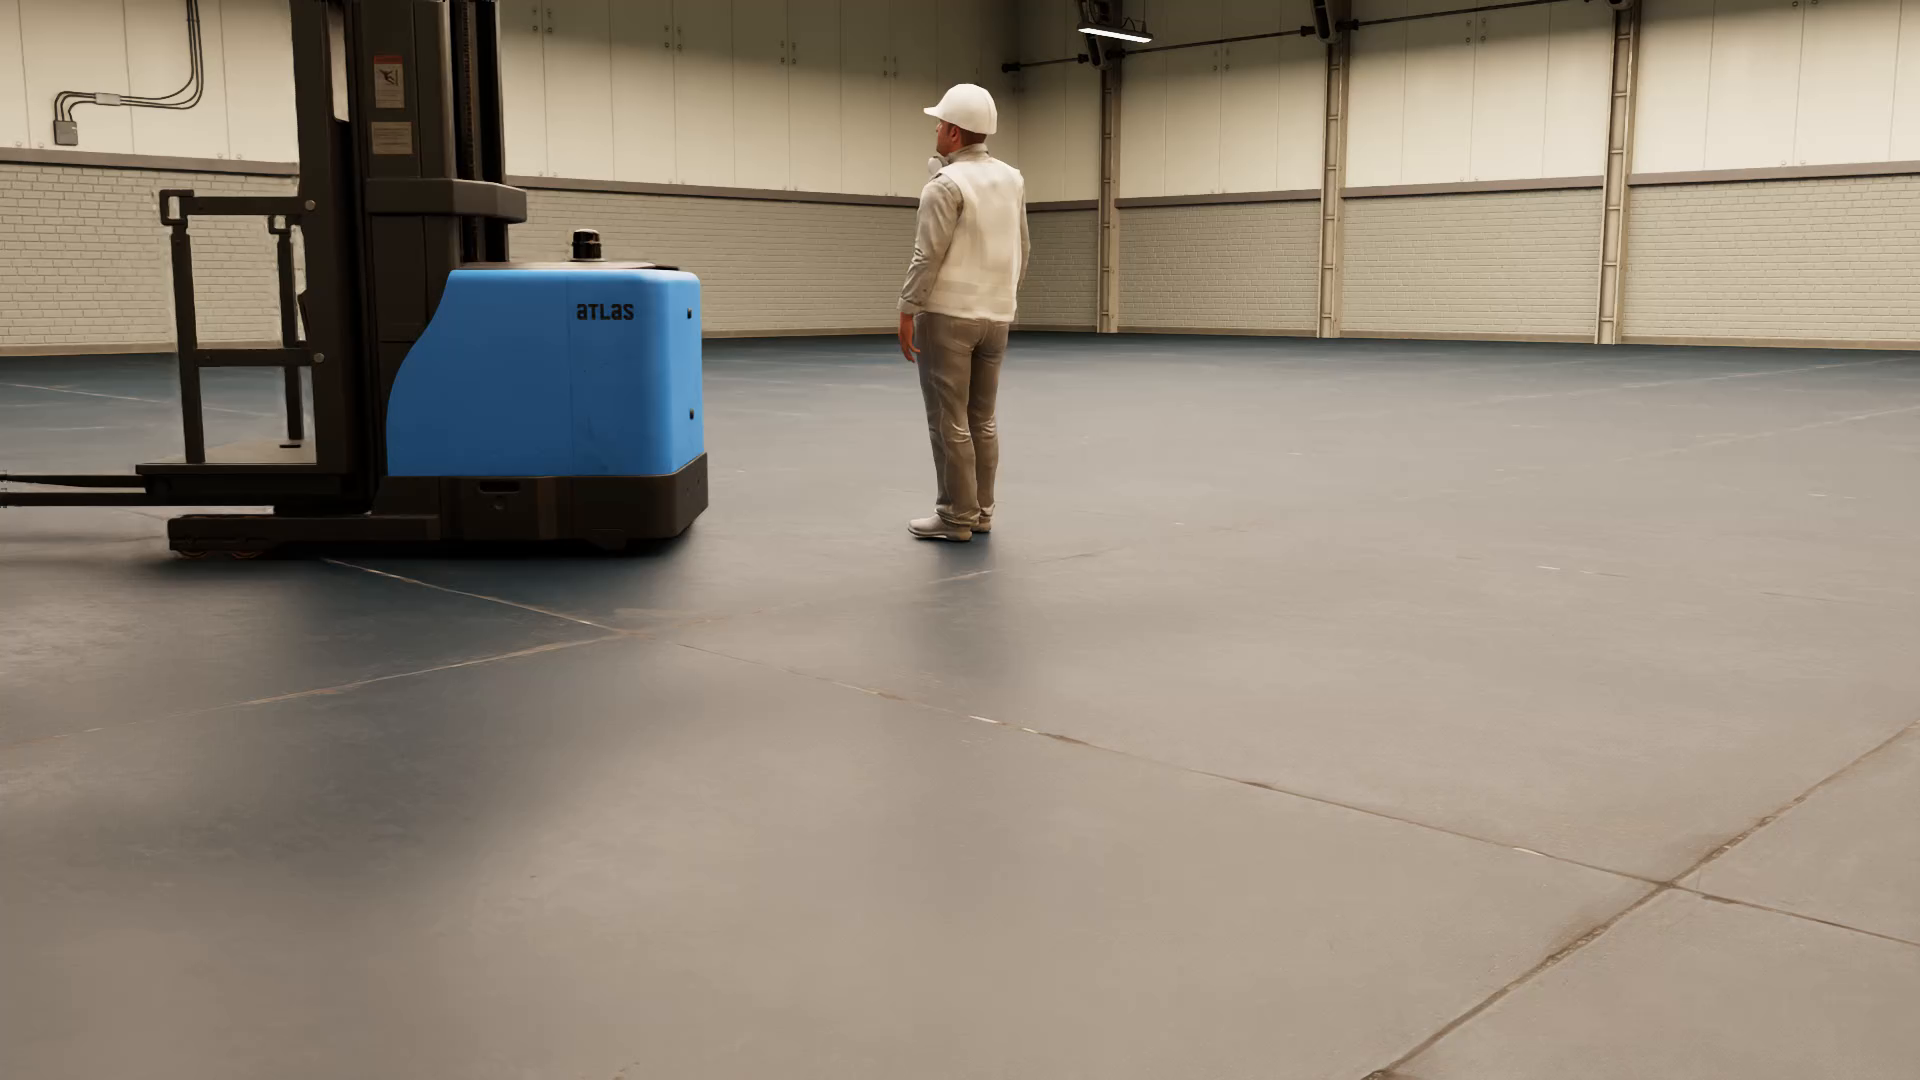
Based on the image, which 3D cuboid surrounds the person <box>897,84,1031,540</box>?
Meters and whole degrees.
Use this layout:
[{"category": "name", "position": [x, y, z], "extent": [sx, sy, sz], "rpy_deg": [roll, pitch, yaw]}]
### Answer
[{"category": "person", "position": [-0.039, -0.892, 6.632], "extent": [0.568, 1.773, 0.632], "rpy_deg": [8, 12, 43]}]

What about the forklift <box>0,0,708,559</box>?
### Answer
[{"category": "forklift", "position": [-2.598, -1.456, 6.541], "extent": [3.031, 2.935, 1.130], "rpy_deg": [0, 9, -1]}]
